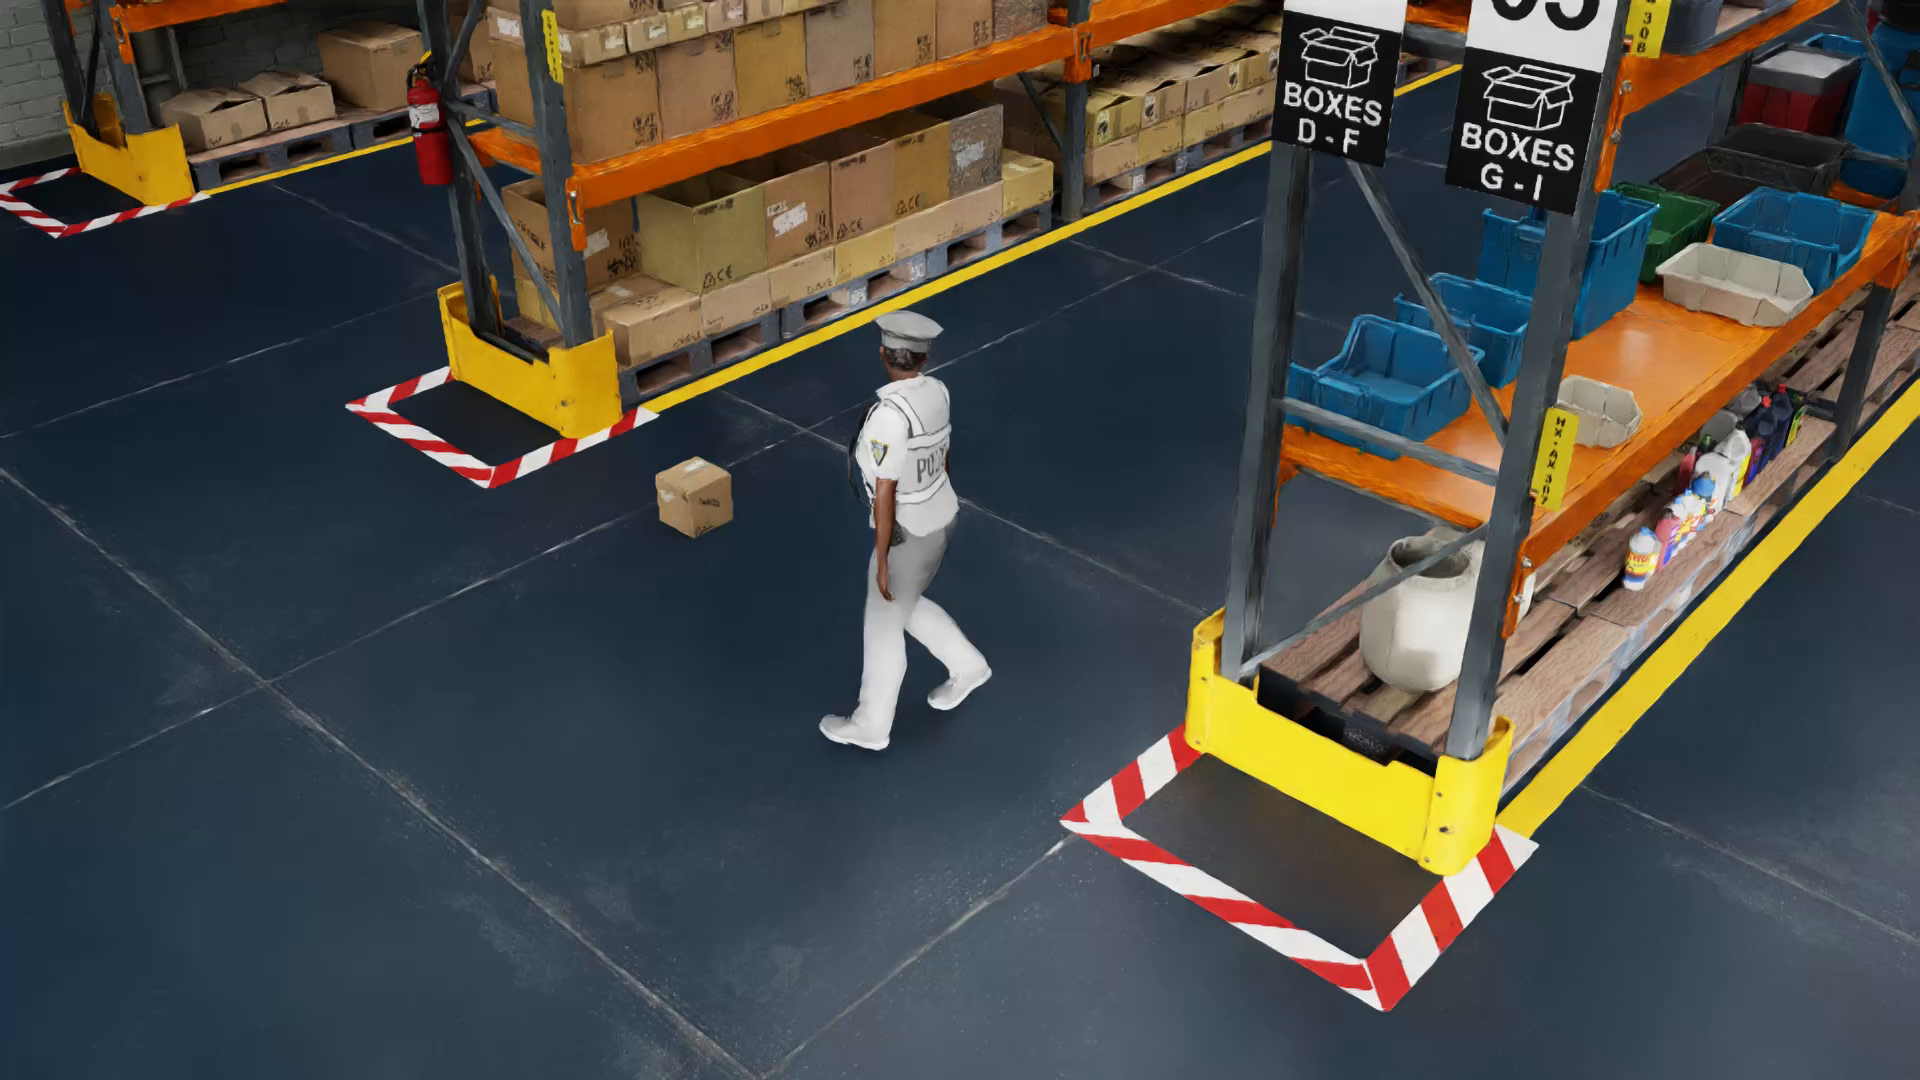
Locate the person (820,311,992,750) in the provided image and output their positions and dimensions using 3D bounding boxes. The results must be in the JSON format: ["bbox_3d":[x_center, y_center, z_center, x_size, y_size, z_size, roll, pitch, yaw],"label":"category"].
[{"bbox_3d":[-0.206,-0.018,6.183,0.595,1.611,0.601,7,32,11],"label":"person"}]
